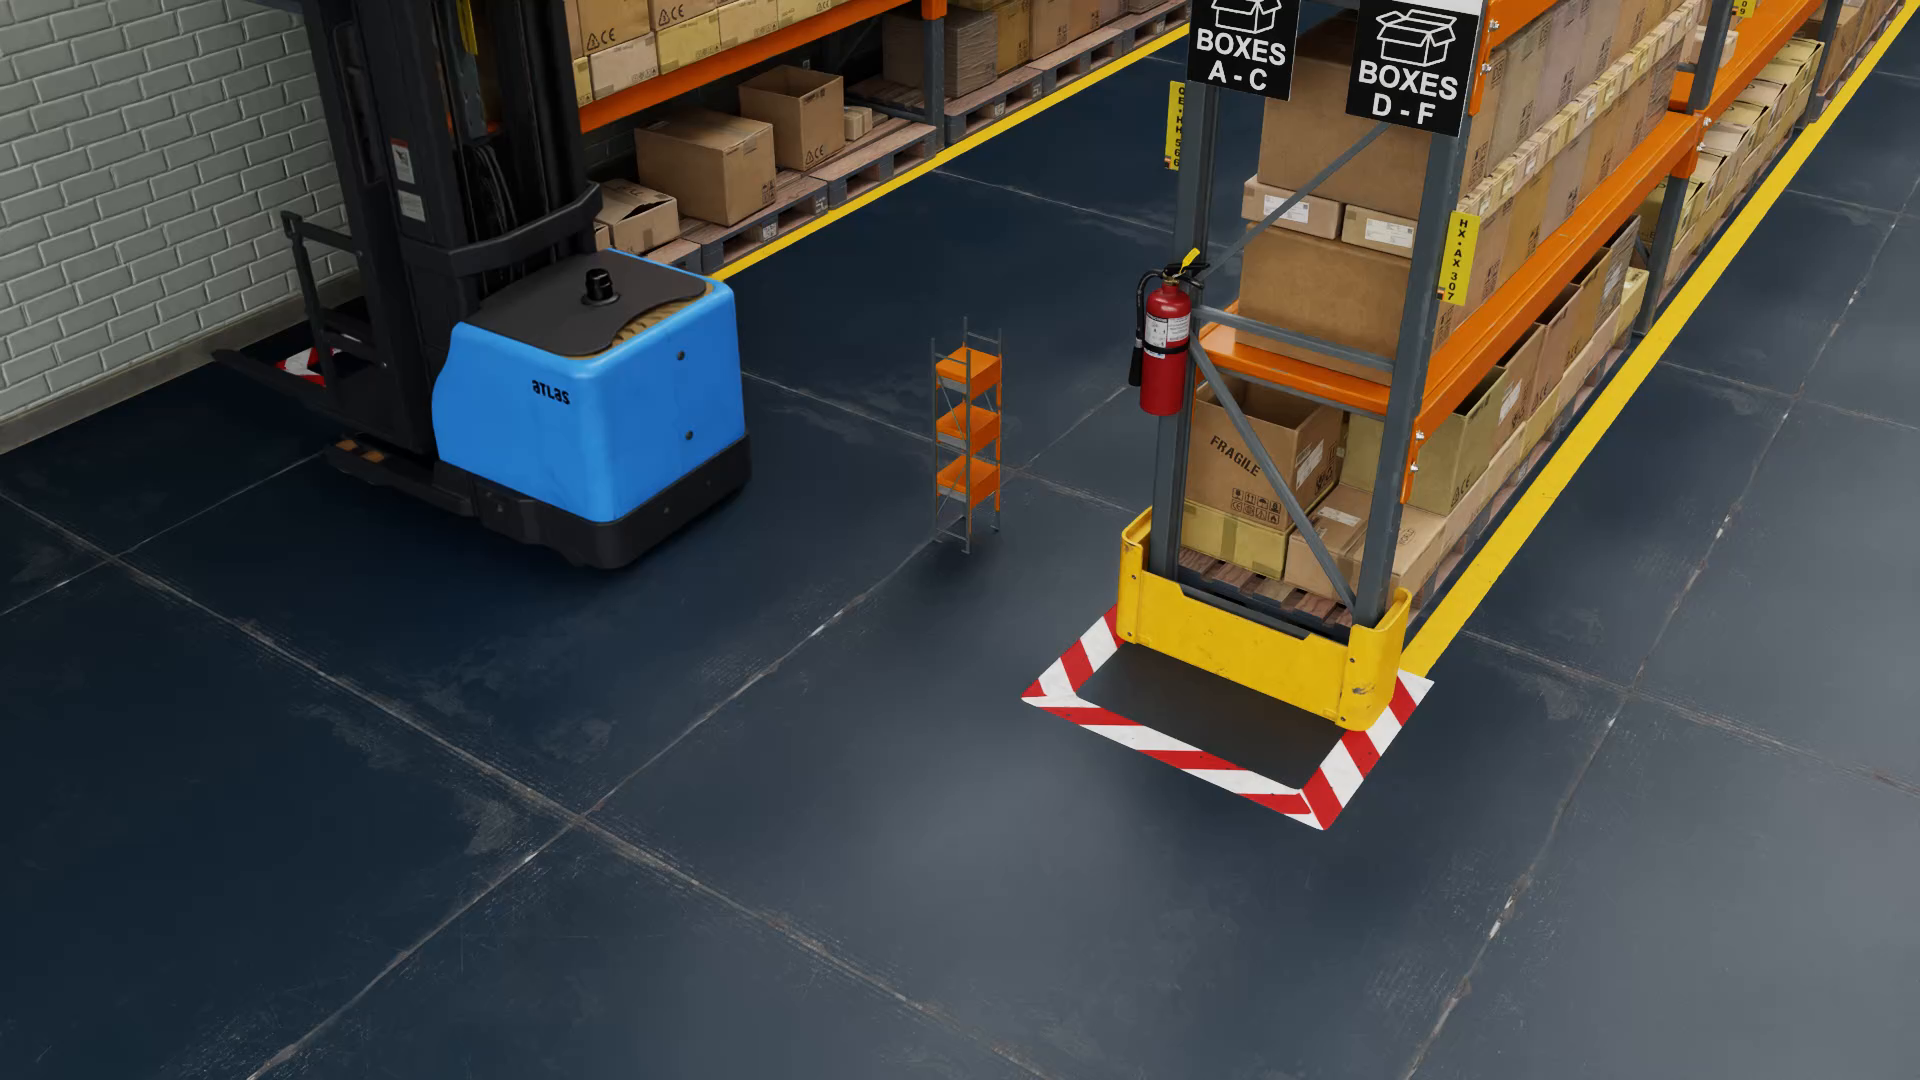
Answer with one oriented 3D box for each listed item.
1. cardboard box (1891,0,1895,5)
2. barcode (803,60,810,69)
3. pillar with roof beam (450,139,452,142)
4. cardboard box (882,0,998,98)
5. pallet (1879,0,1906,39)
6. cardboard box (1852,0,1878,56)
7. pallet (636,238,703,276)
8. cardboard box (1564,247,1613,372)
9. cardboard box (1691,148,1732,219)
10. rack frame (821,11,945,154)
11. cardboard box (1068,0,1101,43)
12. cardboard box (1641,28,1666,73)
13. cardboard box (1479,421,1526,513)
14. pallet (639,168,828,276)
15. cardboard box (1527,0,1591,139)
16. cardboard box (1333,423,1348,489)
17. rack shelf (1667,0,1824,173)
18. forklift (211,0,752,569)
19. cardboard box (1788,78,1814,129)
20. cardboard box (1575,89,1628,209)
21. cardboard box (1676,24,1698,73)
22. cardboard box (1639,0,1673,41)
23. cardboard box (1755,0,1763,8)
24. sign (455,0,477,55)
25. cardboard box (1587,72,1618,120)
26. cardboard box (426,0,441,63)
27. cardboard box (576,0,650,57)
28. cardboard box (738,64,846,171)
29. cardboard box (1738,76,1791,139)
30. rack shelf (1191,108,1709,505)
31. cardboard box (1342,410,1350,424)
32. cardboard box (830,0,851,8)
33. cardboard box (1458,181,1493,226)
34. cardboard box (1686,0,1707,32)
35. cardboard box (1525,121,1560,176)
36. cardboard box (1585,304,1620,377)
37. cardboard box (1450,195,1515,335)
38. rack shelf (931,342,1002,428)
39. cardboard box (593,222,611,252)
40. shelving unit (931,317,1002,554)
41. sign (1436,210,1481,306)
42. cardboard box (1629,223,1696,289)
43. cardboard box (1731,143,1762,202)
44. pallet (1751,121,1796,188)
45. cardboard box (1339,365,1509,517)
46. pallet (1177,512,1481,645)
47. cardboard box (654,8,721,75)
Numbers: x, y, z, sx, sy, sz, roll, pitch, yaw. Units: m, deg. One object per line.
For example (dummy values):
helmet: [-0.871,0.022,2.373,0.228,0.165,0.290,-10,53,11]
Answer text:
cardboard box: [7.744,-4.868,14.109,0.500,0.500,0.500,21,40,28]
barcode: [-1.059,-3.271,11.462,0.001,0.075,0.075,21,39,28]
pillar with roof beam: [0.390,-4.031,5.678,9.100,9.000,0.400,21,39,28]
cardboard box: [-0.148,-3.654,12.315,0.700,0.500,0.500,23,40,30]
pallet: [7.646,-4.723,14.546,1.003,0.211,1.213,21,39,28]
cardboard box: [6.877,-4.161,13.064,0.500,0.500,0.500,21,39,28]
pallet: [-2.299,-1.565,9.876,1.003,0.211,1.213,21,39,28]
cardboard box: [2.856,-1.188,8.239,0.500,0.500,0.500,21,39,28]
cardboard box: [4.247,-2.190,9.889,0.500,0.311,0.500,21,39,28]
rack frame: [-0.554,-4.164,11.229,1.000,3.000,0.127,21,39,28]
cardboard box: [0.710,-4.366,13.366,0.700,0.500,0.500,21,39,28]
cardboard box: [3.100,-2.344,7.870,0.380,0.149,0.250,21,39,28]
cardboard box: [2.293,-0.414,7.764,0.500,0.250,0.500,21,39,28]
pallet: [-1.603,-2.124,10.703,1.003,0.211,1.213,21,39,28]
cardboard box: [2.126,-2.032,6.830,0.700,0.500,0.500,21,40,28]
cardboard box: [1.575,-0.352,7.673,0.500,0.250,0.500,21,39,28]
rack shelf: [4.658,-3.205,10.455,1.077,0.370,4.000,21,39,28]
forklift: [-2.525,-1.711,7.663,3.031,2.935,1.130,20,39,27]
cardboard box: [5.699,-3.139,11.793,0.500,0.250,0.500,22,40,29]
cardboard box: [2.685,-1.944,7.857,0.700,0.500,0.500,22,40,29]
cardboard box: [3.762,-2.761,9.290,0.500,0.250,0.500,24,41,31]
cardboard box: [2.983,-2.723,7.851,0.700,0.500,0.500,21,39,28]
cardboard box: [4.855,-3.688,10.436,0.500,0.500,0.500,19,38,26]
sign: [-2.389,-2.508,8.008,0.100,0.325,0.005,21,39,28]
cardboard box: [2.664,-1.993,7.350,0.380,0.149,0.250,23,40,30]
cardboard box: [-2.741,-2.864,8.755,0.500,0.500,0.500,21,39,28]
cardboard box: [-2.026,-2.928,8.848,0.500,0.500,0.500,21,40,28]
cardboard box: [-1.113,-2.820,11.081,0.500,0.500,0.500,18,38,25]
cardboard box: [5.121,-2.899,10.938,0.500,0.311,0.500,21,39,28]
rack shelf: [2.377,-1.365,7.732,1.077,0.370,4.000,21,39,28]
cardboard box: [1.856,-0.895,7.805,0.500,0.500,0.500,21,39,28]
cardboard box: [-0.866,-3.568,10.465,0.500,0.250,0.500,21,40,28]
cardboard box: [1.786,-1.287,6.306,0.380,0.149,0.250,20,39,27]
cardboard box: [3.538,-2.700,8.396,0.380,0.149,0.250,21,39,28]
cardboard box: [2.225,-1.640,6.829,0.380,0.149,0.250,20,39,27]
cardboard box: [3.139,-1.108,8.790,0.500,0.250,0.500,21,39,28]
cardboard box: [1.809,-1.238,6.813,0.700,0.500,0.500,22,40,29]
rack shelf: [0.031,-0.686,7.339,0.215,0.259,0.240,21,39,28]
cardboard box: [-2.367,-1.681,9.565,0.500,0.311,0.500,17,37,23]
shelving unit: [0.031,-0.460,7.492,0.215,1.050,0.252,21,39,28]
sign: [1.689,-0.954,5.639,0.100,0.325,0.005,21,39,28]
cardboard box: [3.951,-1.724,9.702,0.500,0.250,0.500,20,39,27]
cardboard box: [4.827,-2.432,10.749,0.500,0.250,0.500,22,40,29]
pallet: [5.297,-2.902,11.853,1.003,0.211,1.213,21,39,28]
cardboard box: [2.009,-0.494,7.213,0.500,0.500,0.500,21,39,28]
pallet: [1.638,0.048,7.491,1.003,0.211,1.213,21,39,28]
cardboard box: [-1.716,-2.868,9.430,0.500,0.250,0.500,21,39,27]
